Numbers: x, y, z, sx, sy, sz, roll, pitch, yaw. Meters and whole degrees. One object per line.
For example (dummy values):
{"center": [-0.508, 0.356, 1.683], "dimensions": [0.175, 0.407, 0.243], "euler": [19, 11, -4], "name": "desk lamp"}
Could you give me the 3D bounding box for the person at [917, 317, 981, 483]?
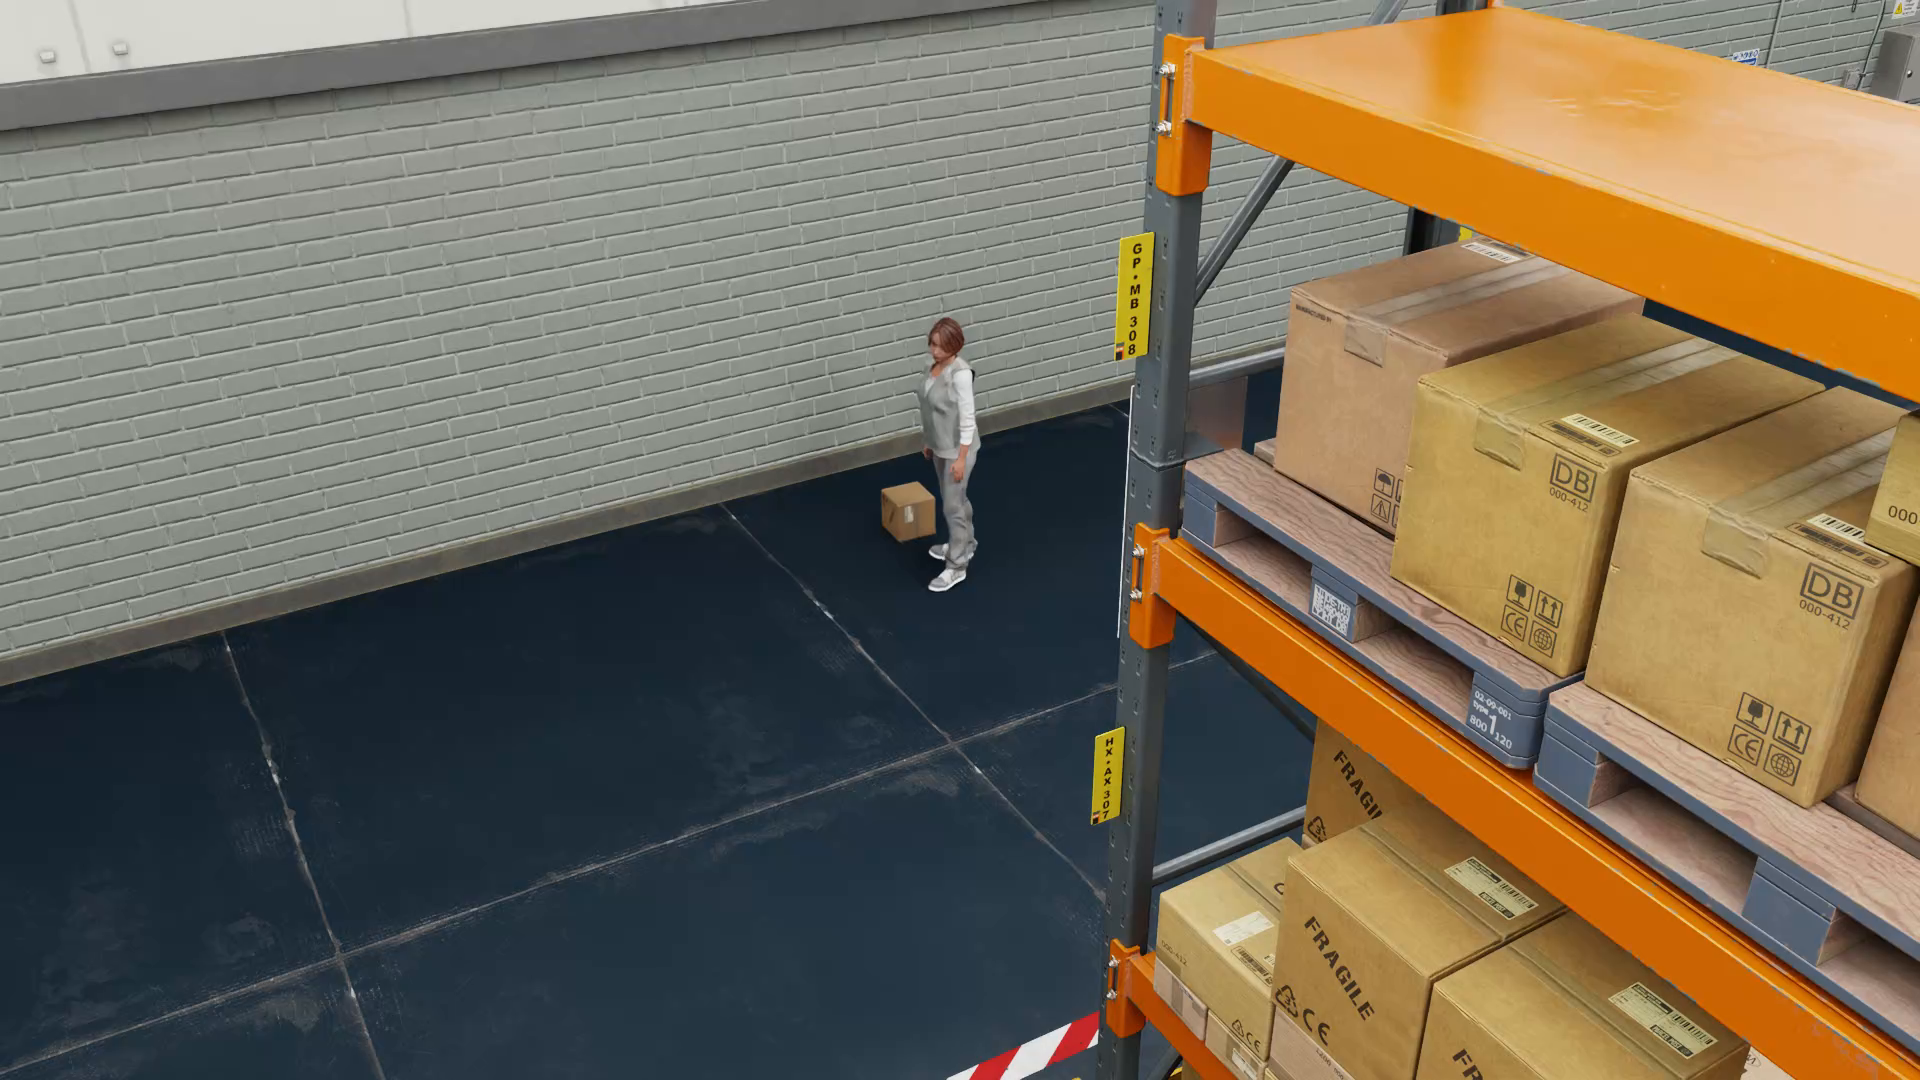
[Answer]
{"center": [-0.060, -0.804, 9.262], "dimensions": [0.328, 0.925, 0.435], "euler": [-13, 32, -22], "name": "person"}
